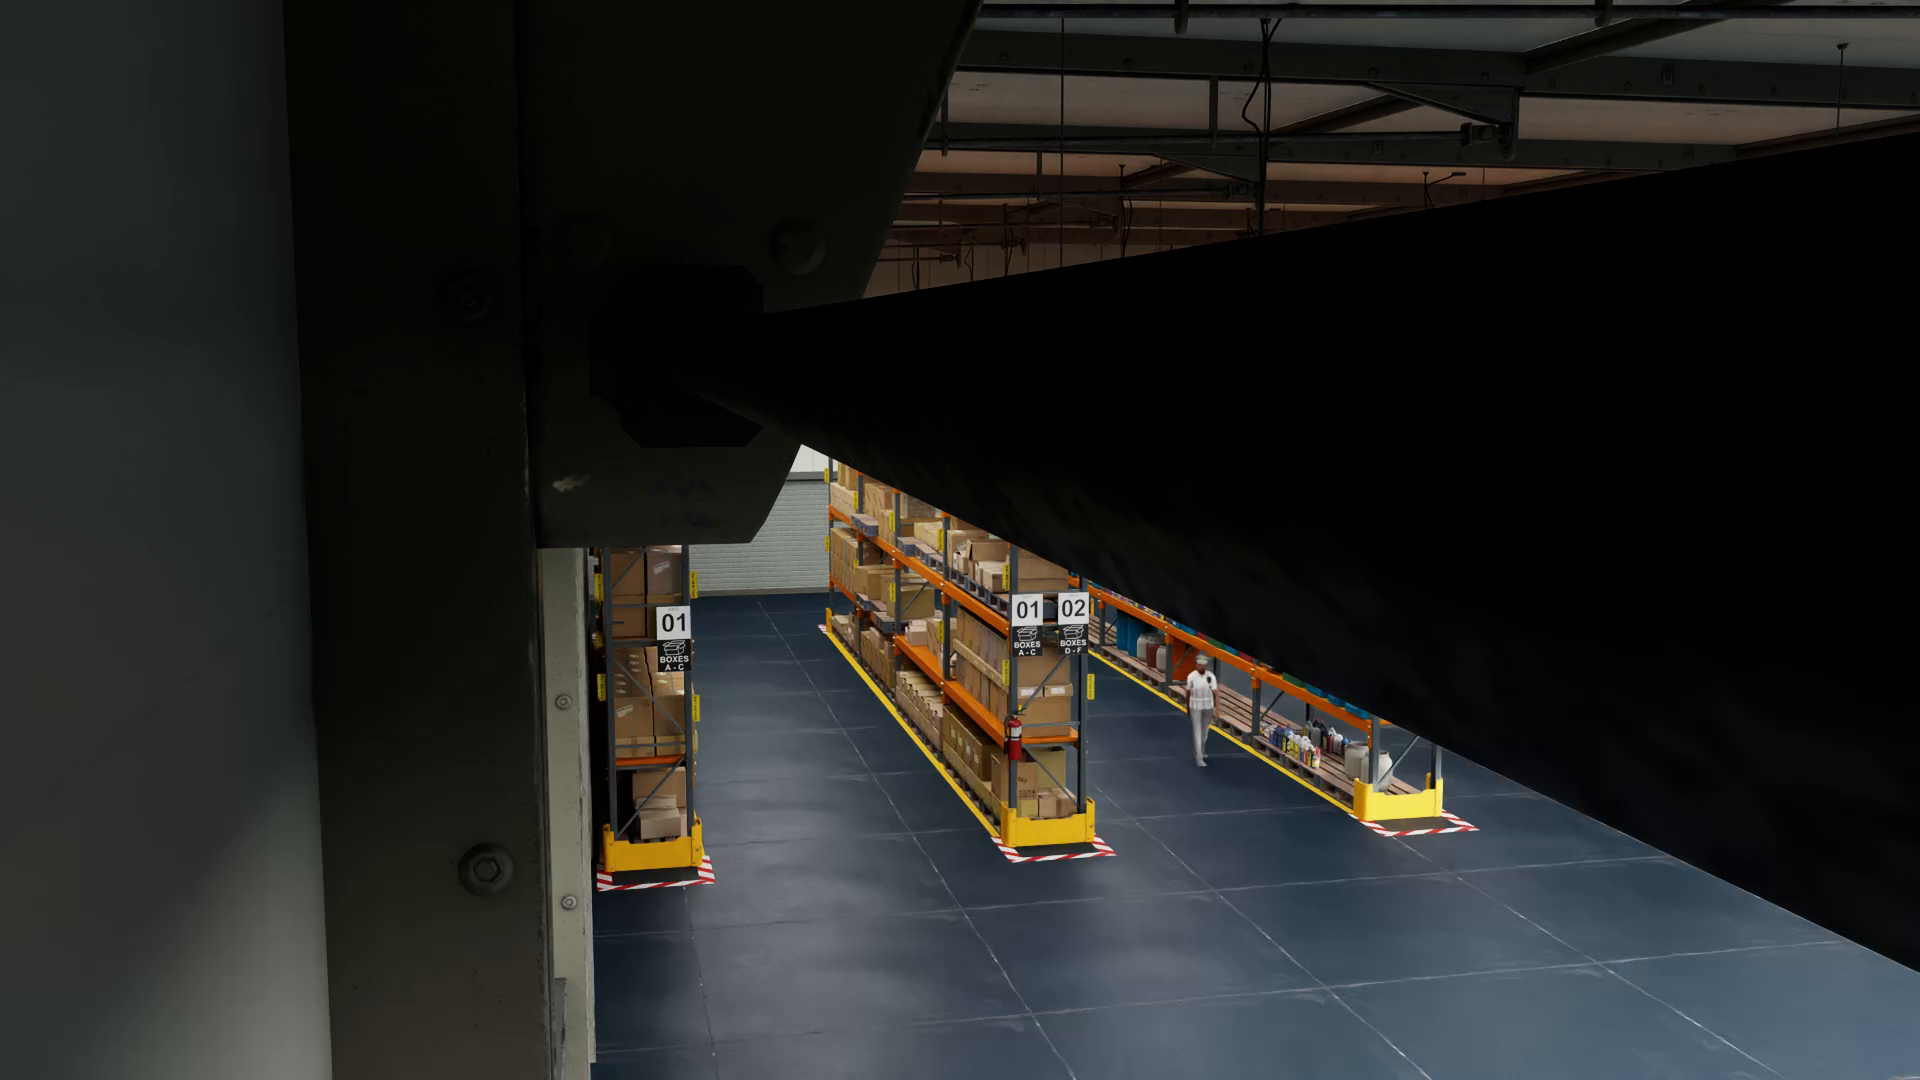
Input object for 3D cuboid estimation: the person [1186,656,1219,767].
[{"bbox_3d":[3.657,2.537,24.989,0.462,1.633,0.956,0,7,-3],"label":"person"}]
